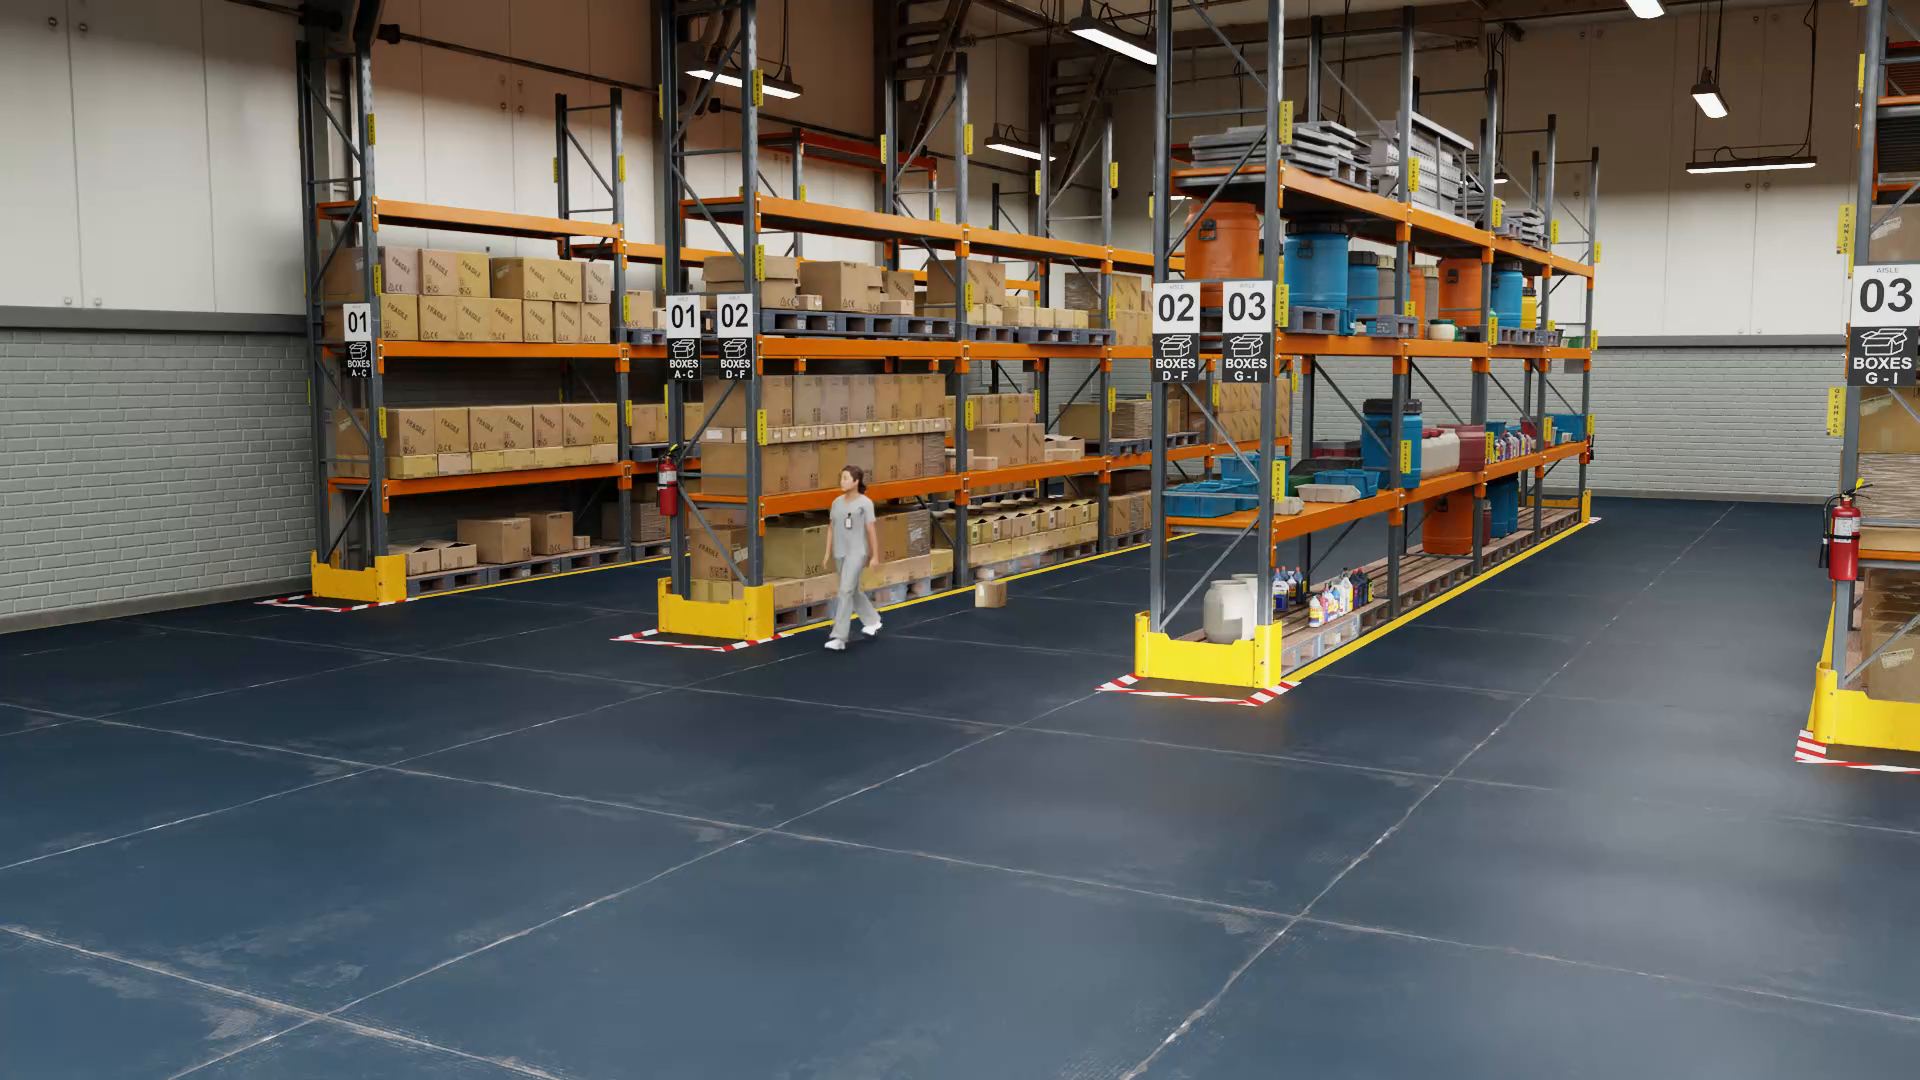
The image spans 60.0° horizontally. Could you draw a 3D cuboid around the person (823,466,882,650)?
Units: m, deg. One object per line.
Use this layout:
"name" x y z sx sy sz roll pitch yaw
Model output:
"person" -0.998 0.141 15.028 0.476 1.625 0.990 4 7 33
